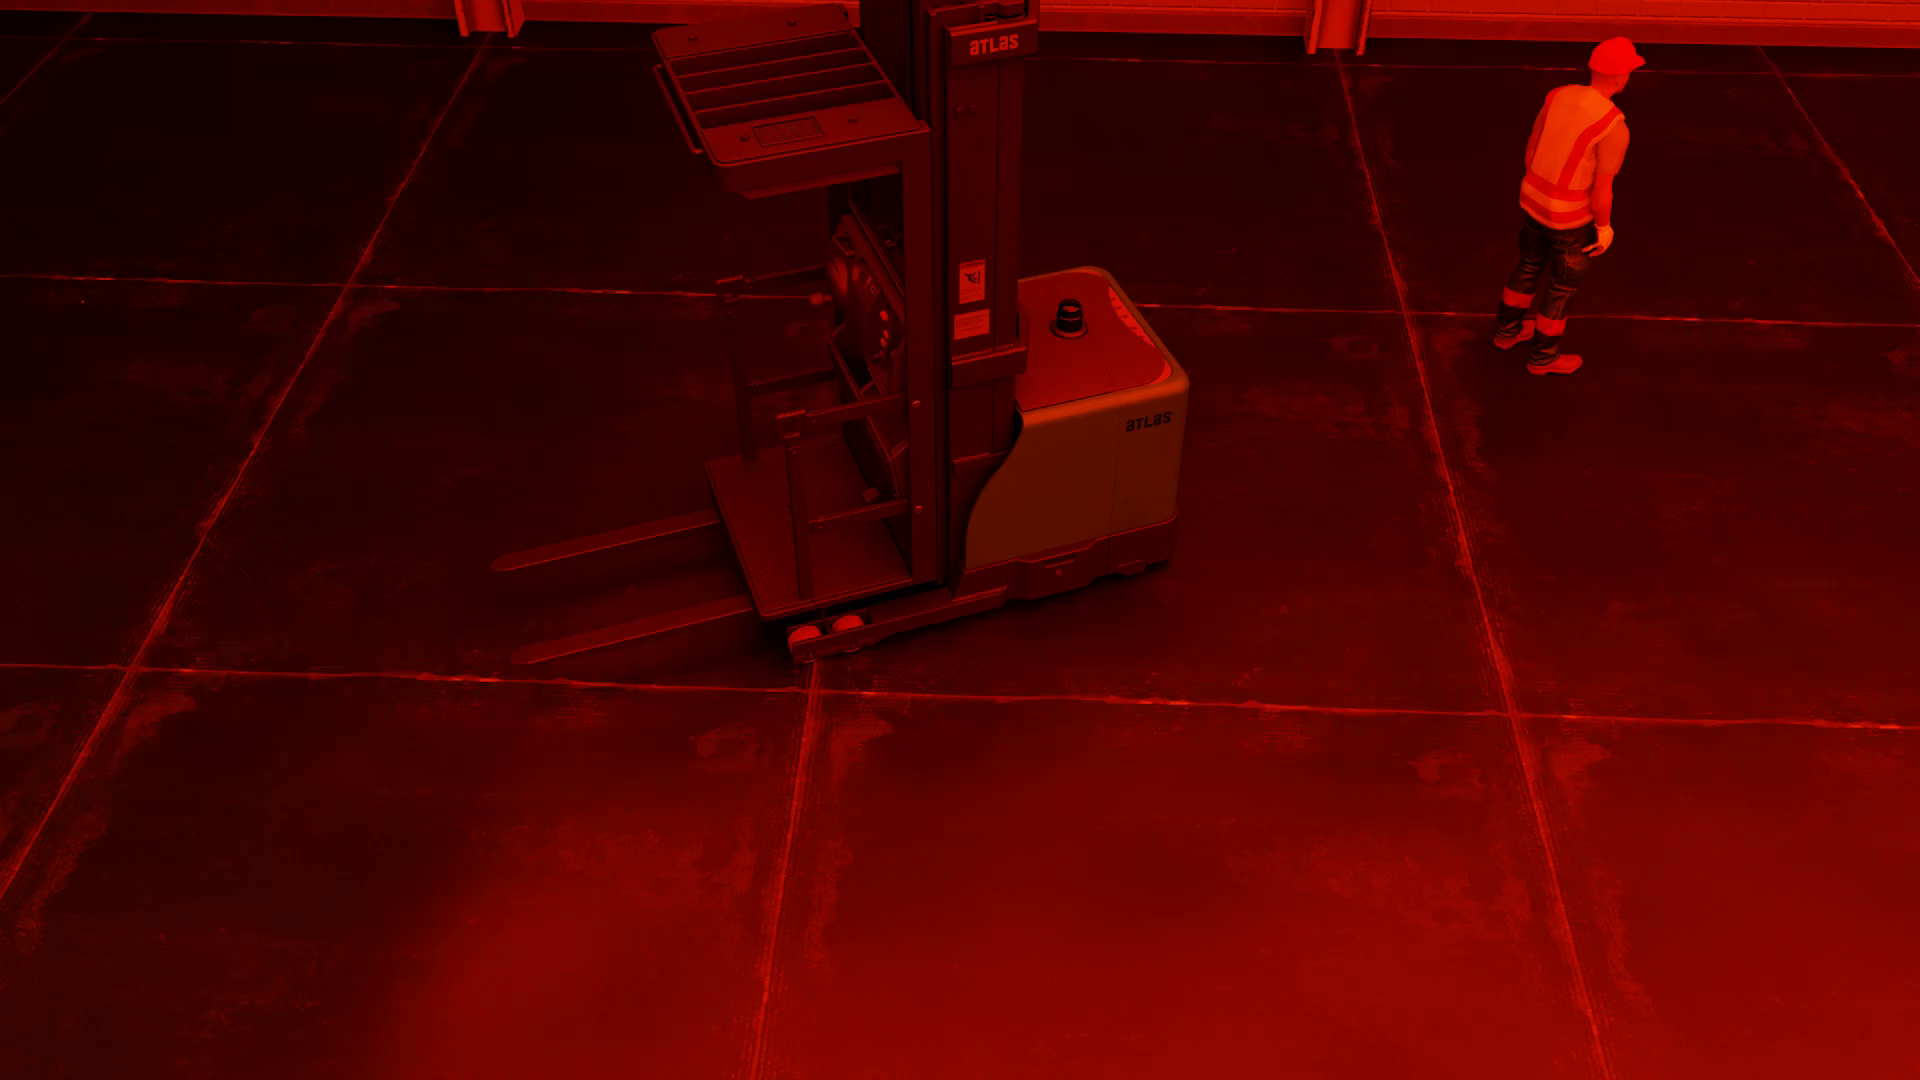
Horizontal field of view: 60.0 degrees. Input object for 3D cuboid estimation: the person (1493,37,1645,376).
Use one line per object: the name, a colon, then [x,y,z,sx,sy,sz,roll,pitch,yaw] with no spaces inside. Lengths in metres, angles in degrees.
person: [3.080,-1.685,8.445,0.455,1.779,0.612,-18,45,-18]

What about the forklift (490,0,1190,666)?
forklift: [-0.573,-0.945,6.778,3.031,2.935,1.130,-13,44,-14]
